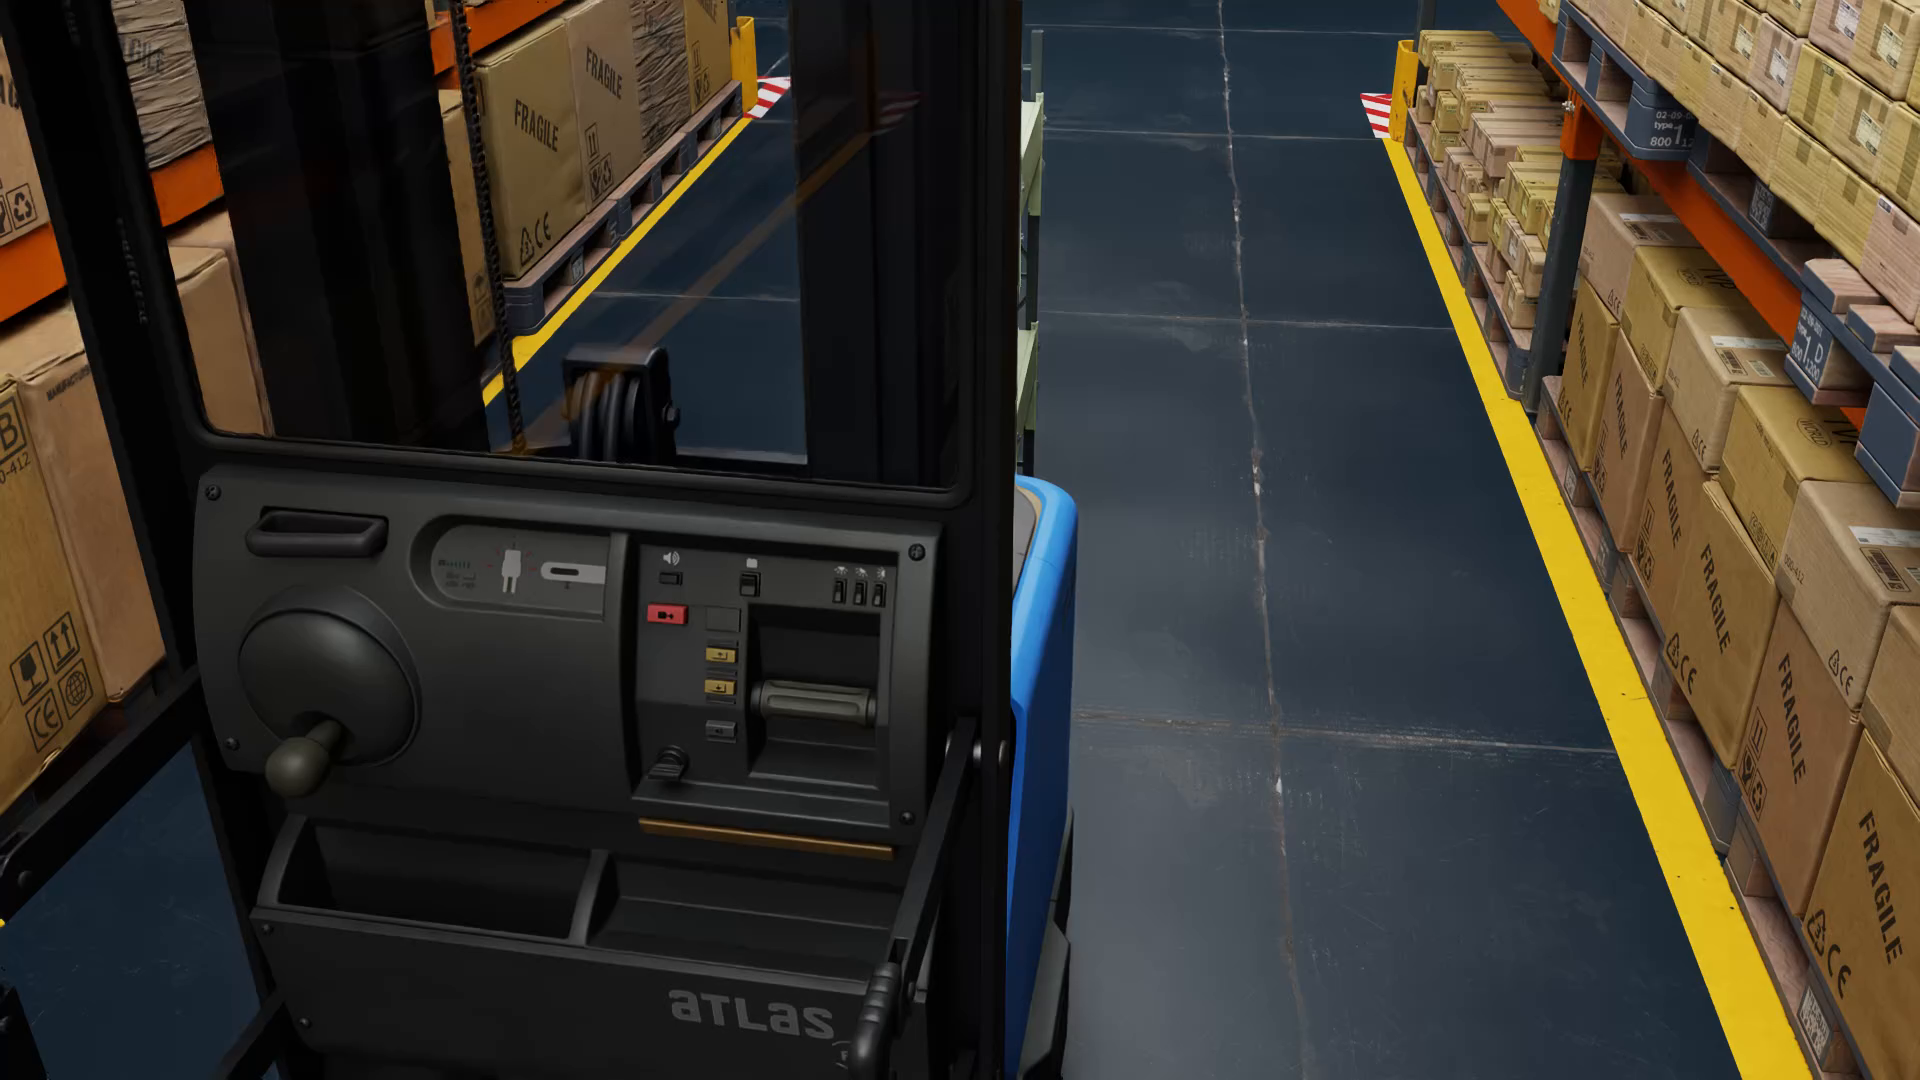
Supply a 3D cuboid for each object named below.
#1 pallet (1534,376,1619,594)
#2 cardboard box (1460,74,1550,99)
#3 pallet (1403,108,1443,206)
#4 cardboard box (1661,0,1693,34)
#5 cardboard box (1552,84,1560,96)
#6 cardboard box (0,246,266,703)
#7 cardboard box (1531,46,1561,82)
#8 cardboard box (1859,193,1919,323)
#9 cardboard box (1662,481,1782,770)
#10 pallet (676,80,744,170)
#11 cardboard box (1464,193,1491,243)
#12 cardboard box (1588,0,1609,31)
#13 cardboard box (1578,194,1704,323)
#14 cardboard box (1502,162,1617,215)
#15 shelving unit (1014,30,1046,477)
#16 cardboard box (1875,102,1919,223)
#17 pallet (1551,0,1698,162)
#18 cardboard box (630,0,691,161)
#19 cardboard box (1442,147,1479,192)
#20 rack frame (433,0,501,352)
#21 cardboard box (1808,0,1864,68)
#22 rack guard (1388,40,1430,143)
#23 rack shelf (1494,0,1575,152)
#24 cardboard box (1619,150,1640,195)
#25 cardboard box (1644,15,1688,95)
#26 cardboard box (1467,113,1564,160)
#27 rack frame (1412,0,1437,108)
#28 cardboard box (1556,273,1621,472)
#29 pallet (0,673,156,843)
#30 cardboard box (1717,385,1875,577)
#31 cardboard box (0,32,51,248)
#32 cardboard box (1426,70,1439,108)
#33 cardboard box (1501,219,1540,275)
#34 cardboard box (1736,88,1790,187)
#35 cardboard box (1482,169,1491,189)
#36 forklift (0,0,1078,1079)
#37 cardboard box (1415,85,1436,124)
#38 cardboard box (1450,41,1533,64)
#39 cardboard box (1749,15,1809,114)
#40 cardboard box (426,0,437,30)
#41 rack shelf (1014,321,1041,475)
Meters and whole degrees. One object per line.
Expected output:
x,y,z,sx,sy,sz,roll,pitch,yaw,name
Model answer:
2.485,-0.183,5.367,1.003,0.211,1.213,3,28,6,pallet
2.603,-2.125,7.968,0.380,0.149,0.250,4,29,8,cardboard box
2.925,-2.016,8.770,1.003,0.211,1.213,3,28,6,pallet
1.951,-1.330,4.065,0.380,0.149,0.250,4,29,8,cardboard box
3.225,-2.211,8.440,0.380,0.149,0.250,2,28,4,cardboard box
-2.600,-0.222,4.297,1.225,0.875,0.875,3,29,6,cardboard box
3.168,-2.473,8.613,0.380,0.149,0.250,4,29,7,cardboard box
1.756,-0.465,2.773,0.380,0.149,0.250,4,29,7,cardboard box
2.026,0.203,3.904,0.500,0.500,0.500,2,28,4,cardboard box
-1.862,-2.387,9.458,1.003,0.211,1.213,3,28,6,pallet
2.415,-1.398,7.246,0.380,0.149,0.250,3,28,6,cardboard box
2.046,-1.562,4.808,0.380,0.149,0.250,4,29,7,cardboard box
2.226,-0.859,5.084,0.500,0.250,0.500,2,28,4,cardboard box
2.379,-1.391,6.606,0.380,0.149,0.250,3,28,6,cardboard box
-0.001,-0.657,4.888,0.431,1.500,0.755,3,28,6,shelving unit
1.758,-0.608,2.724,0.380,0.149,0.250,4,29,7,cardboard box
2.341,-1.341,4.779,1.003,0.211,1.213,3,28,6,pallet
-1.952,-2.511,8.545,0.875,0.875,0.875,3,28,6,cardboard box
2.519,-1.764,7.926,0.380,0.149,0.250,2,28,4,cardboard box
-2.332,-2.113,6.009,1.000,3.000,0.127,3,28,6,rack frame
1.823,-0.968,3.079,0.380,0.149,0.250,3,28,6,cardboard box
3.059,-2.524,9.407,1.175,0.500,0.348,3,28,6,rack guard
2.824,-2.402,7.304,1.077,0.370,4.000,3,28,6,rack shelf
2.910,-1.491,6.791,0.380,0.149,0.250,3,28,5,cardboard box
1.949,-1.206,4.149,0.380,0.149,0.250,2,28,4,cardboard box
2.451,-1.769,7.308,0.380,0.149,0.250,2,28,4,cardboard box
3.069,-3.660,8.881,1.000,3.000,0.127,3,28,6,rack frame
2.225,-0.529,5.262,0.500,0.500,0.500,4,29,8,cardboard box
-2.650,0.631,3.856,1.003,0.211,1.213,3,28,6,pallet
2.041,-0.122,3.717,0.500,0.250,0.500,4,29,7,cardboard box
-2.372,-0.971,3.784,0.500,0.500,0.500,3,28,5,cardboard box
2.660,-2.363,8.723,0.380,0.149,0.250,3,28,6,cardboard box
2.322,-1.132,6.439,0.380,0.149,0.250,2,28,4,cardboard box
1.855,-0.831,3.451,0.380,0.149,0.250,4,29,8,cardboard box
2.531,-1.618,7.340,0.380,0.149,0.250,2,28,4,cardboard box
-0.523,0.182,1.823,1.130,2.935,3.031,5,29,9,forklift
2.687,-2.362,9.034,0.380,0.149,0.250,4,29,7,cardboard box
2.753,-2.488,8.641,0.380,0.149,0.250,4,29,7,cardboard box
1.853,-0.966,3.388,0.380,0.149,0.250,4,29,7,cardboard box
-2.118,-1.921,5.547,0.500,0.500,0.500,3,29,6,cardboard box
-0.001,-0.370,5.043,0.431,0.370,0.720,3,28,6,rack shelf
